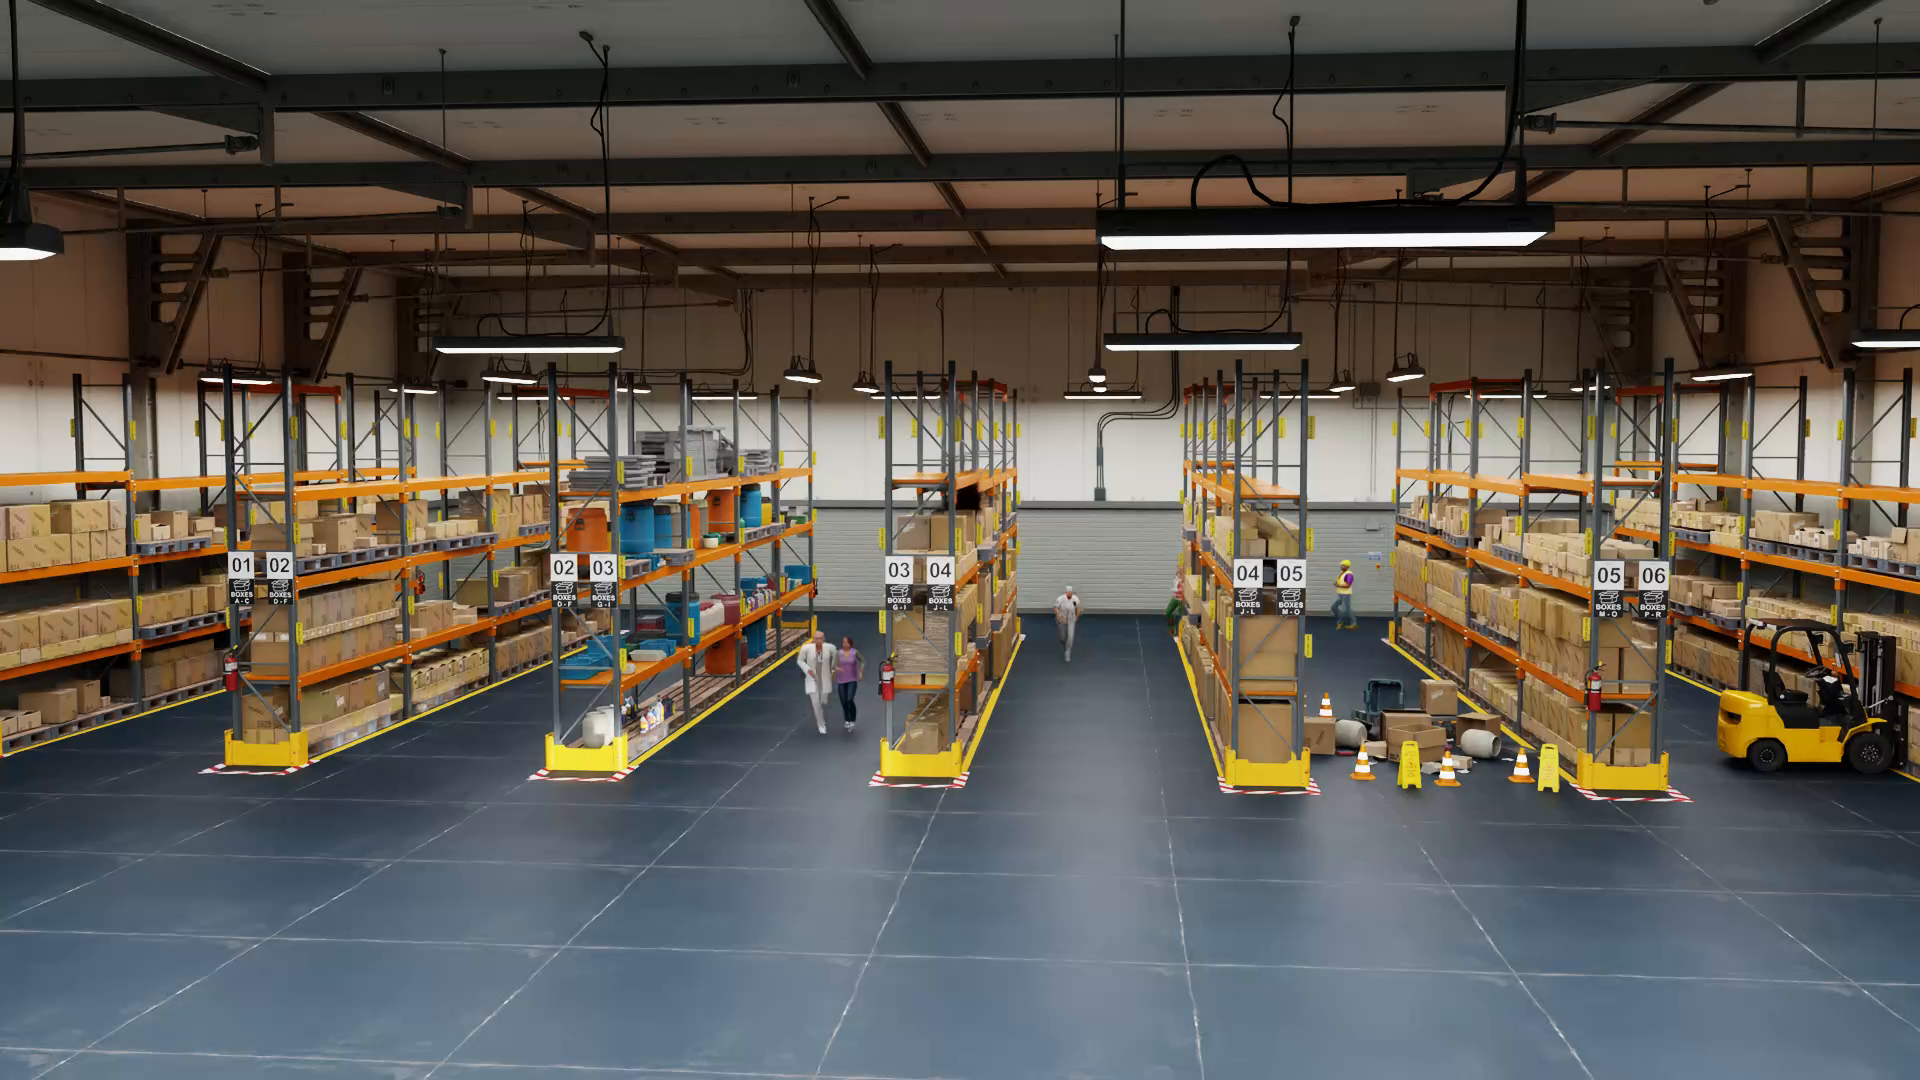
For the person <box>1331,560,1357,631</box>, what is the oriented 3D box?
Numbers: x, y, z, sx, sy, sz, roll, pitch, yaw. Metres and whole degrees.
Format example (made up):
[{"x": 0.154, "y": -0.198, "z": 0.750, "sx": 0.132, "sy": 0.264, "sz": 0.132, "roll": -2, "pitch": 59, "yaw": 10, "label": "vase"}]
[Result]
[{"x": 9.598, "y": 1.390, "z": 41.619, "sx": 0.728, "sy": 1.800, "sz": 0.671, "roll": -1, "pitch": 4, "yaw": -17, "label": "person"}]

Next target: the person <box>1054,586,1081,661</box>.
[{"x": 2.353, "y": 1.817, "z": 36.492, "sx": 0.596, "sy": 1.663, "sz": 0.863, "roll": 0, "pitch": 4, "yaw": 2, "label": "person"}]

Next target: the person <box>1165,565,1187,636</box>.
[{"x": 5.402, "y": 1.483, "z": 40.475, "sx": 0.733, "sy": 1.845, "sz": 0.680, "roll": -2, "pitch": 4, "yaw": -28, "label": "person"}]

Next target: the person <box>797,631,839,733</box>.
[{"x": -2.365, "y": 2.345, "z": 27.753, "sx": 0.705, "sy": 1.715, "sz": 0.801, "roll": 0, "pitch": 4, "yaw": -5, "label": "person"}]

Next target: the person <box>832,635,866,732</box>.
[{"x": -1.862, "y": 2.385, "z": 27.632, "sx": 0.508, "sy": 1.604, "sz": 0.667, "roll": 1, "pitch": 4, "yaw": 9, "label": "person"}]
